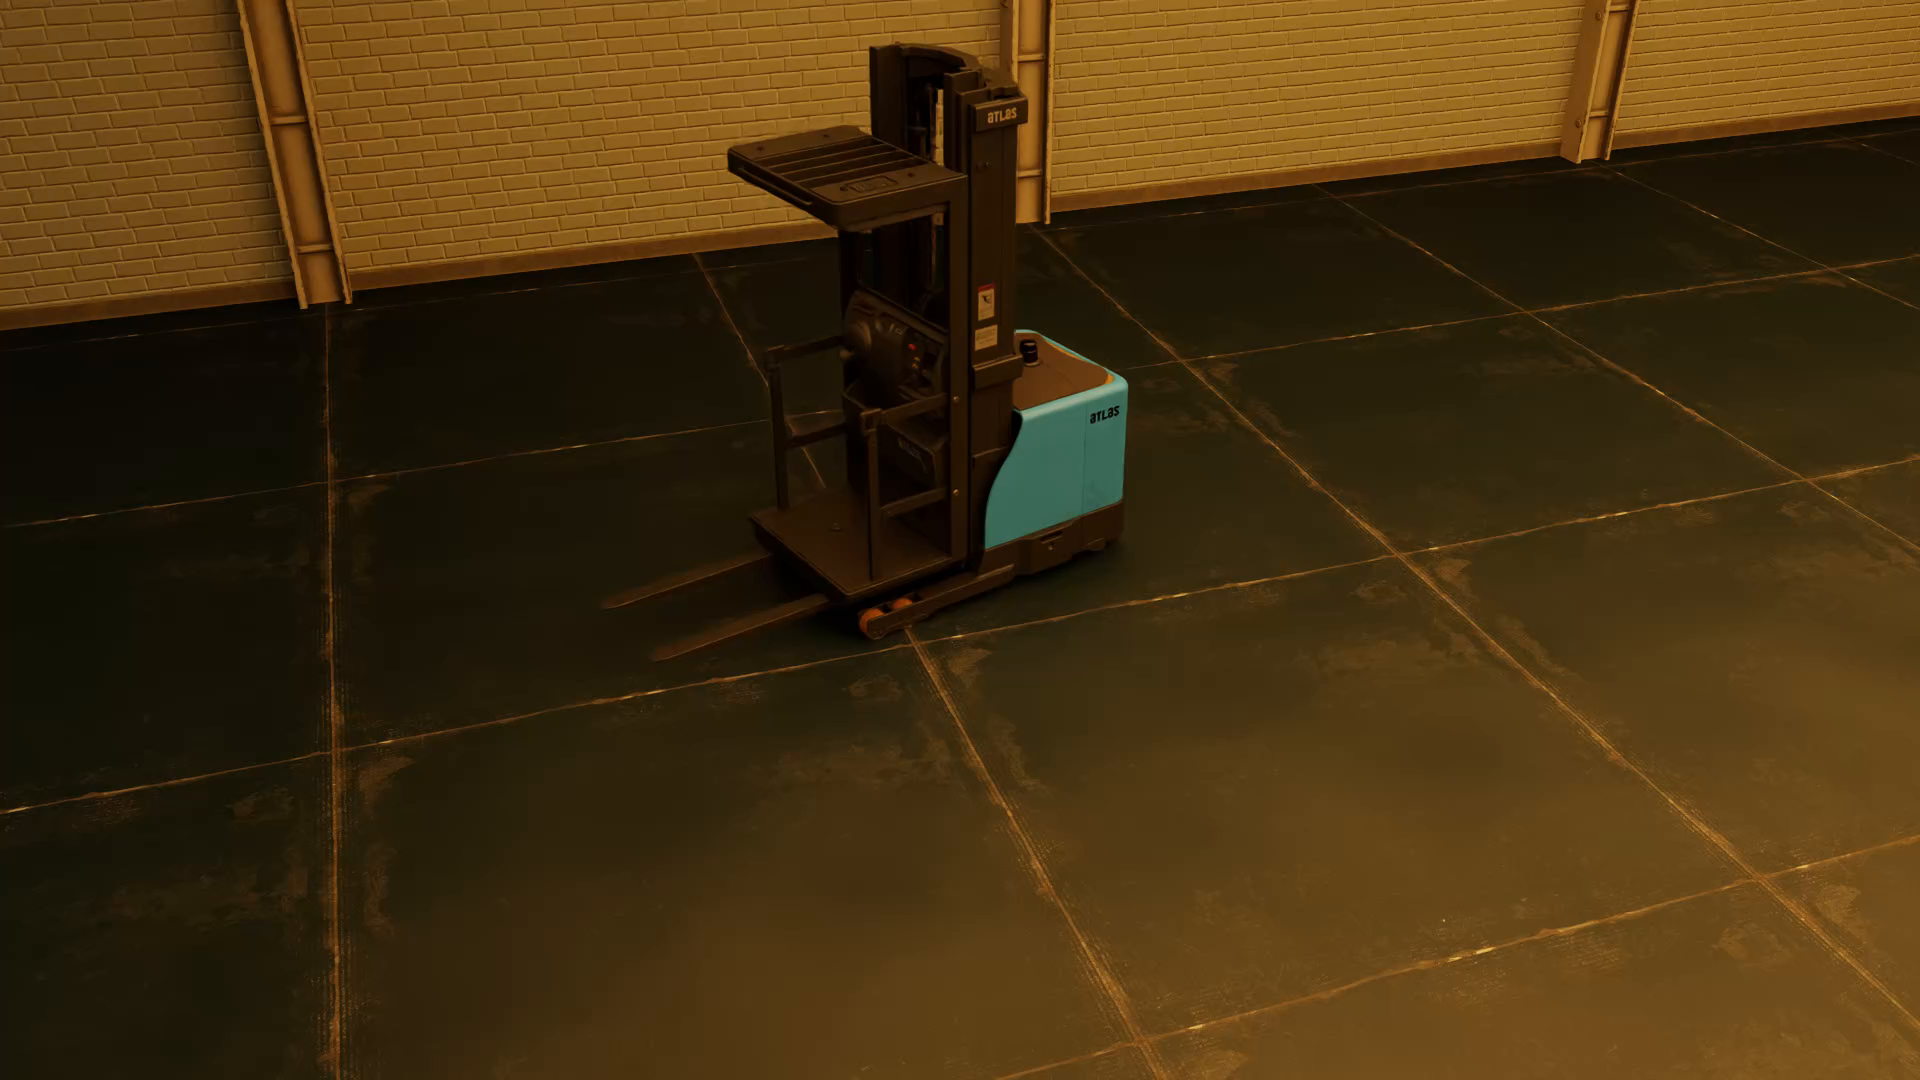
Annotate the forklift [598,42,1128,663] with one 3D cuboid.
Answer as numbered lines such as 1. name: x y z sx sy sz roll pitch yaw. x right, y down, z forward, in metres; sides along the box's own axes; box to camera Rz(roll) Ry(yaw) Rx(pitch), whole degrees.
1. forklift: -0.524 -1.025 8.868 3.031 2.935 1.130 -19 35 -30
